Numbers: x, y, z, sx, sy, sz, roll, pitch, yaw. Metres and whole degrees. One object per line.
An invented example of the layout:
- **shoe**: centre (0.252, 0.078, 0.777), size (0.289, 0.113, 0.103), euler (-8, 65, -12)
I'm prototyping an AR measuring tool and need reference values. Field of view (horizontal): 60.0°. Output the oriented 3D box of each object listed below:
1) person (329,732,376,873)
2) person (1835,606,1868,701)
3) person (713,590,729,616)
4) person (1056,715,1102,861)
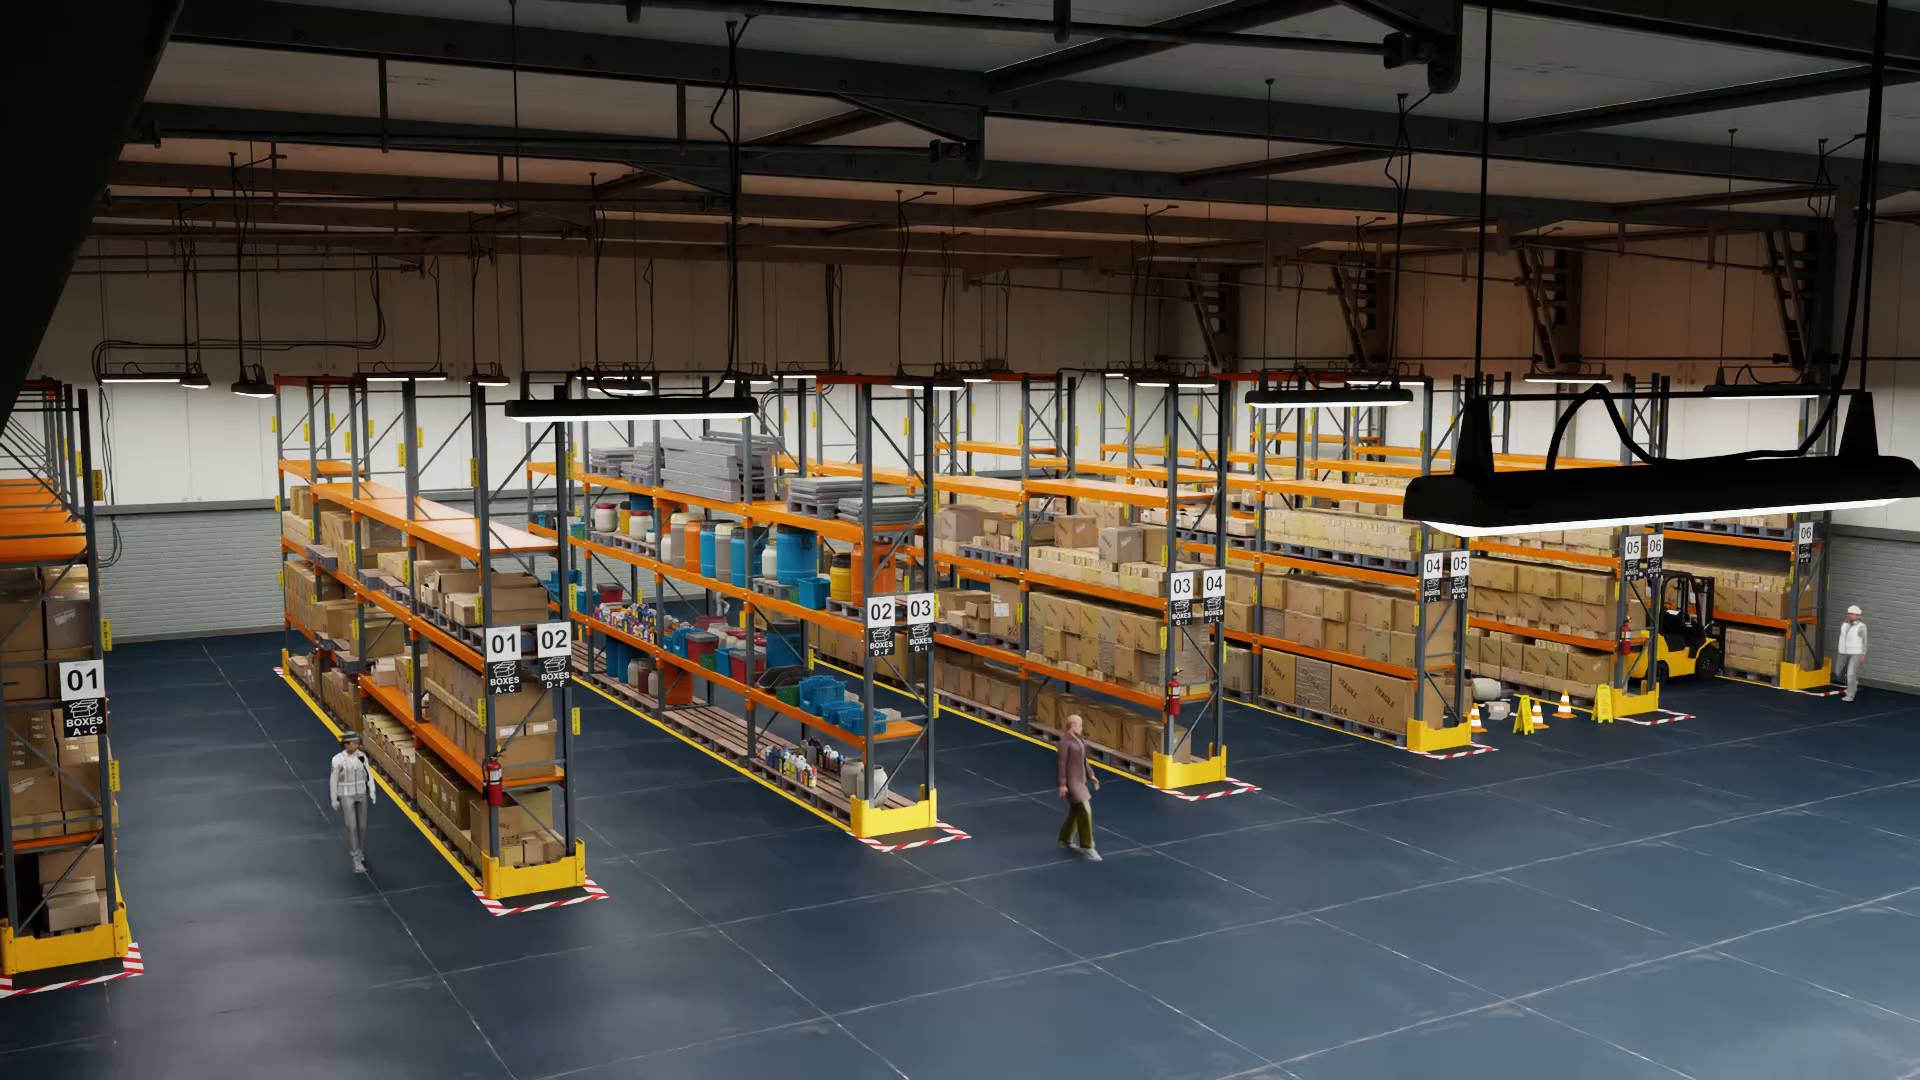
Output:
- **person**: centre (-7.512, 3.242, 20.767), size (0.688, 1.671, 0.507), euler (6, 9, 44)
- **person**: centre (16.503, 2.083, 30.715), size (0.664, 1.762, 0.543), euler (-4, 7, -32)
- **person**: centre (-5.841, 1.107, 40.459), size (0.421, 1.580, 0.611), euler (6, 8, 42)
- **person**: centre (1.541, 3.145, 21.227), size (0.700, 1.818, 0.607), euler (3, 7, 22)
